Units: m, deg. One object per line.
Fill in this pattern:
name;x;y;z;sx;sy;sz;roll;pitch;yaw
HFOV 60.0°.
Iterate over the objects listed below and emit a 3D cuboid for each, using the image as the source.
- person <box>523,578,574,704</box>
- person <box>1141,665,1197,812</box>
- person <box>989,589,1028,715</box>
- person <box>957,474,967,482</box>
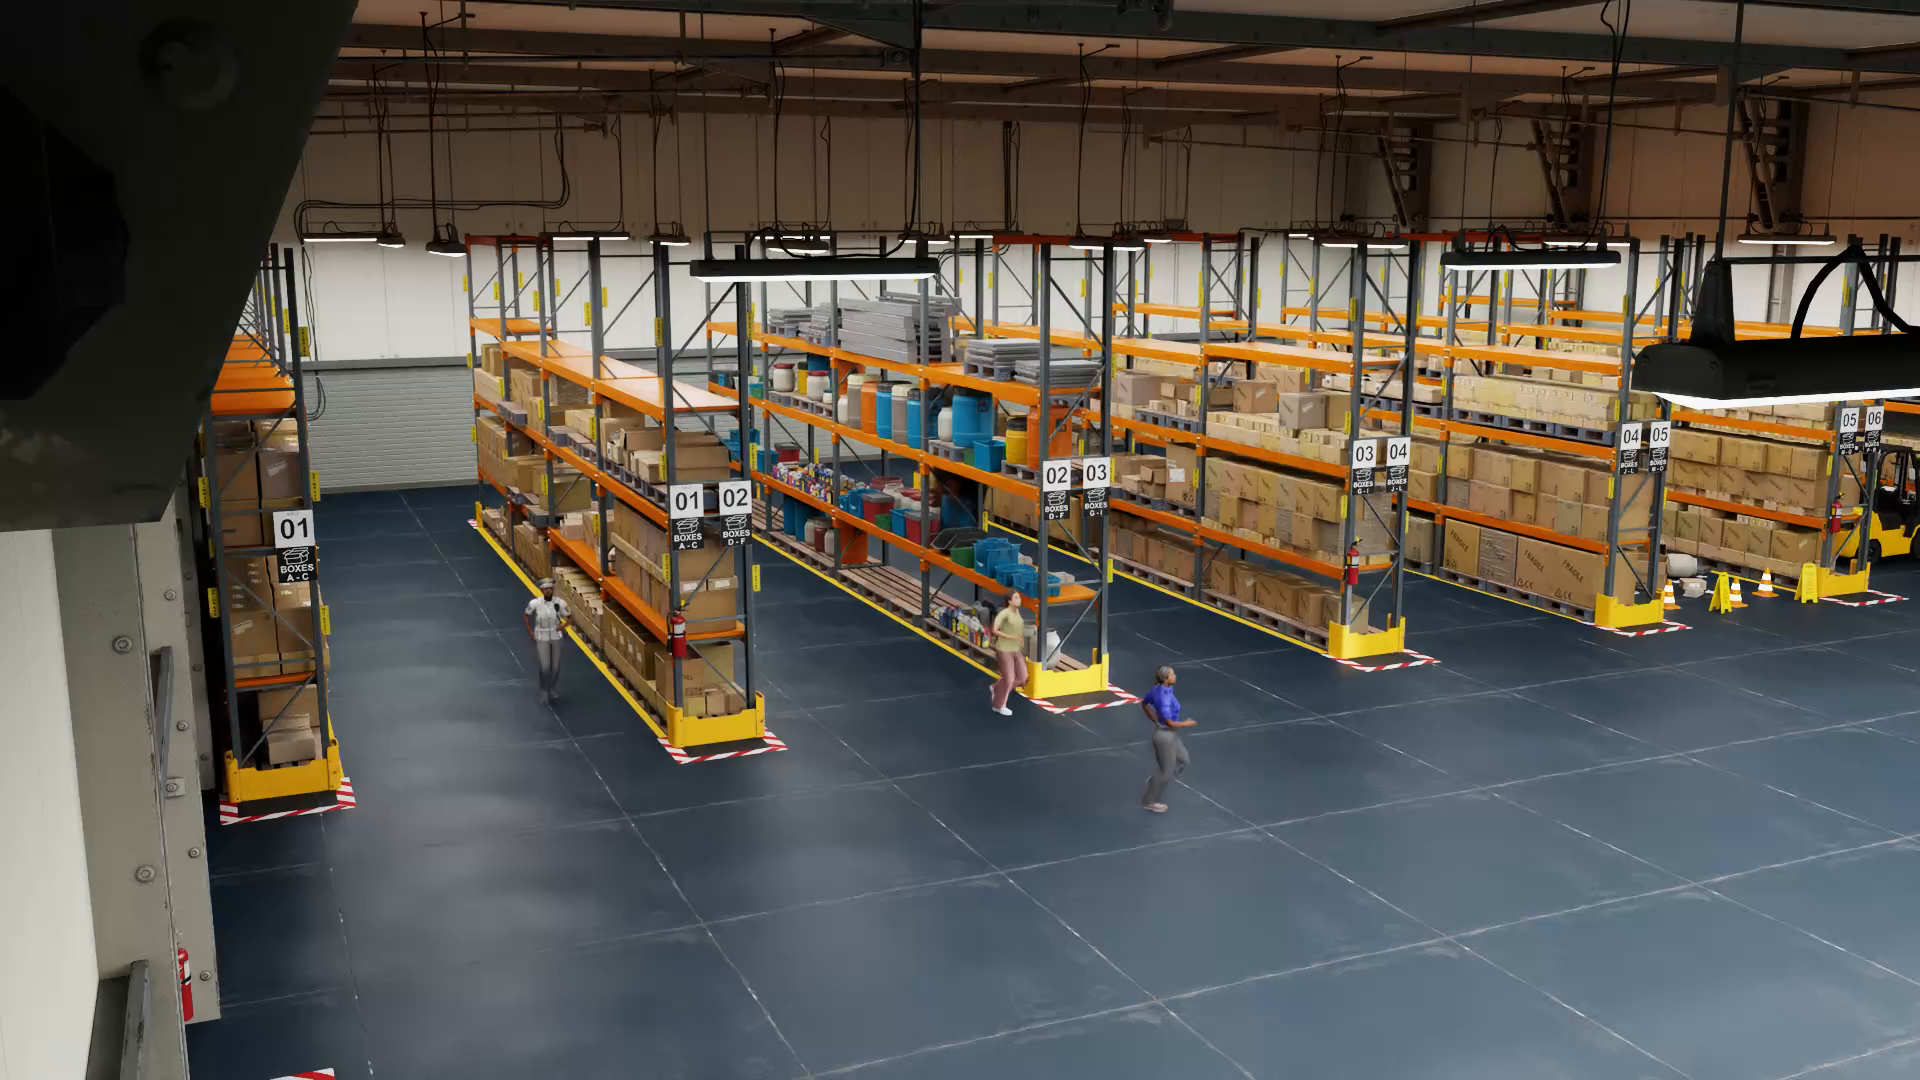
person;-5.400;1.318;21.908;0.634;1.696;0.587;-4;12;-19
person;2.249;2.124;17.901;0.587;1.619;0.558;0;11;-1
person;0.657;1.432;21.532;0.574;1.622;0.600;9;14;38
person;0.100;-0.514;31.700;0.525;1.532;0.524;-8;13;-35
